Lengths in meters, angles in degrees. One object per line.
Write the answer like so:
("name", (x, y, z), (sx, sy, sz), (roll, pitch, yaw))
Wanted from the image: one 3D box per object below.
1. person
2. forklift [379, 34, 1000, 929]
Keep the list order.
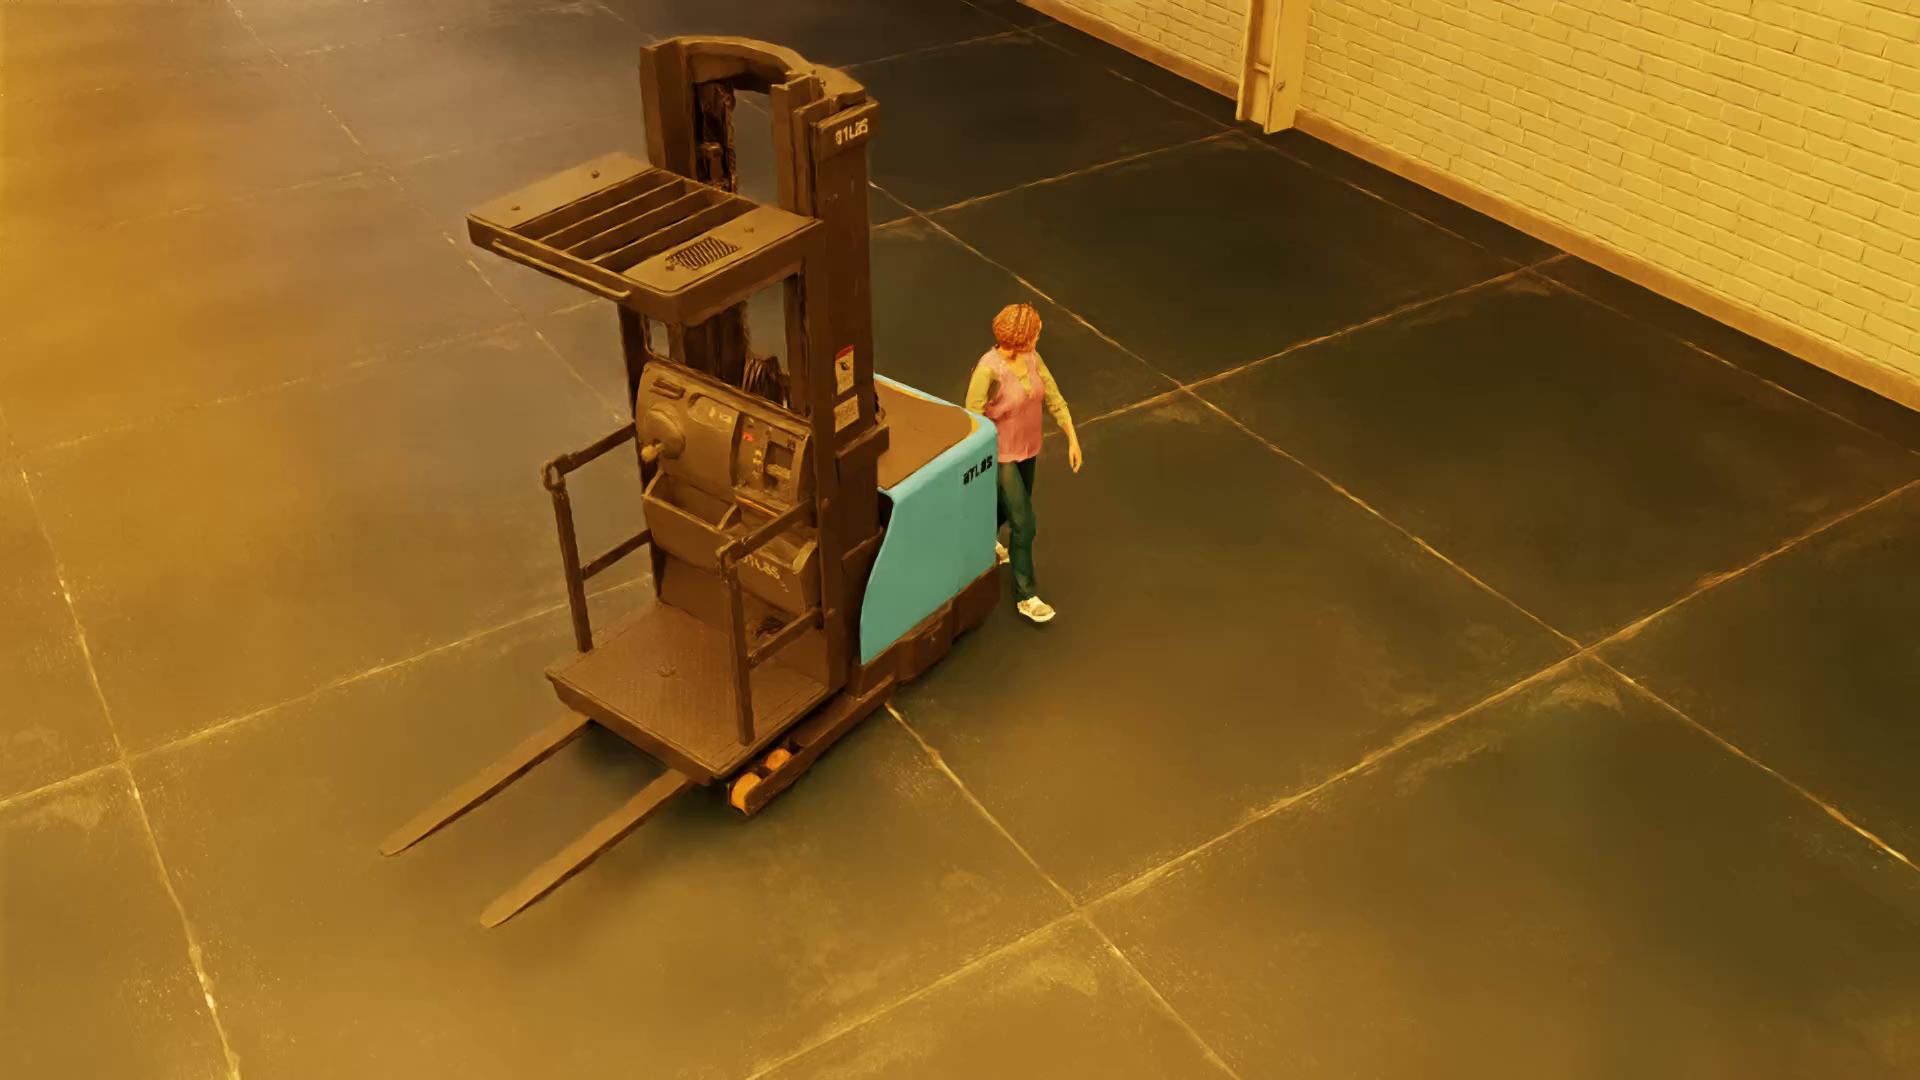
("person", (0.244, -0.388, 7.925), (0.777, 1.525, 0.553), (24, 42, 30))
("forklift", (-1.109, -0.366, 6.668), (1.130, 2.935, 3.031), (24, 42, 30))
